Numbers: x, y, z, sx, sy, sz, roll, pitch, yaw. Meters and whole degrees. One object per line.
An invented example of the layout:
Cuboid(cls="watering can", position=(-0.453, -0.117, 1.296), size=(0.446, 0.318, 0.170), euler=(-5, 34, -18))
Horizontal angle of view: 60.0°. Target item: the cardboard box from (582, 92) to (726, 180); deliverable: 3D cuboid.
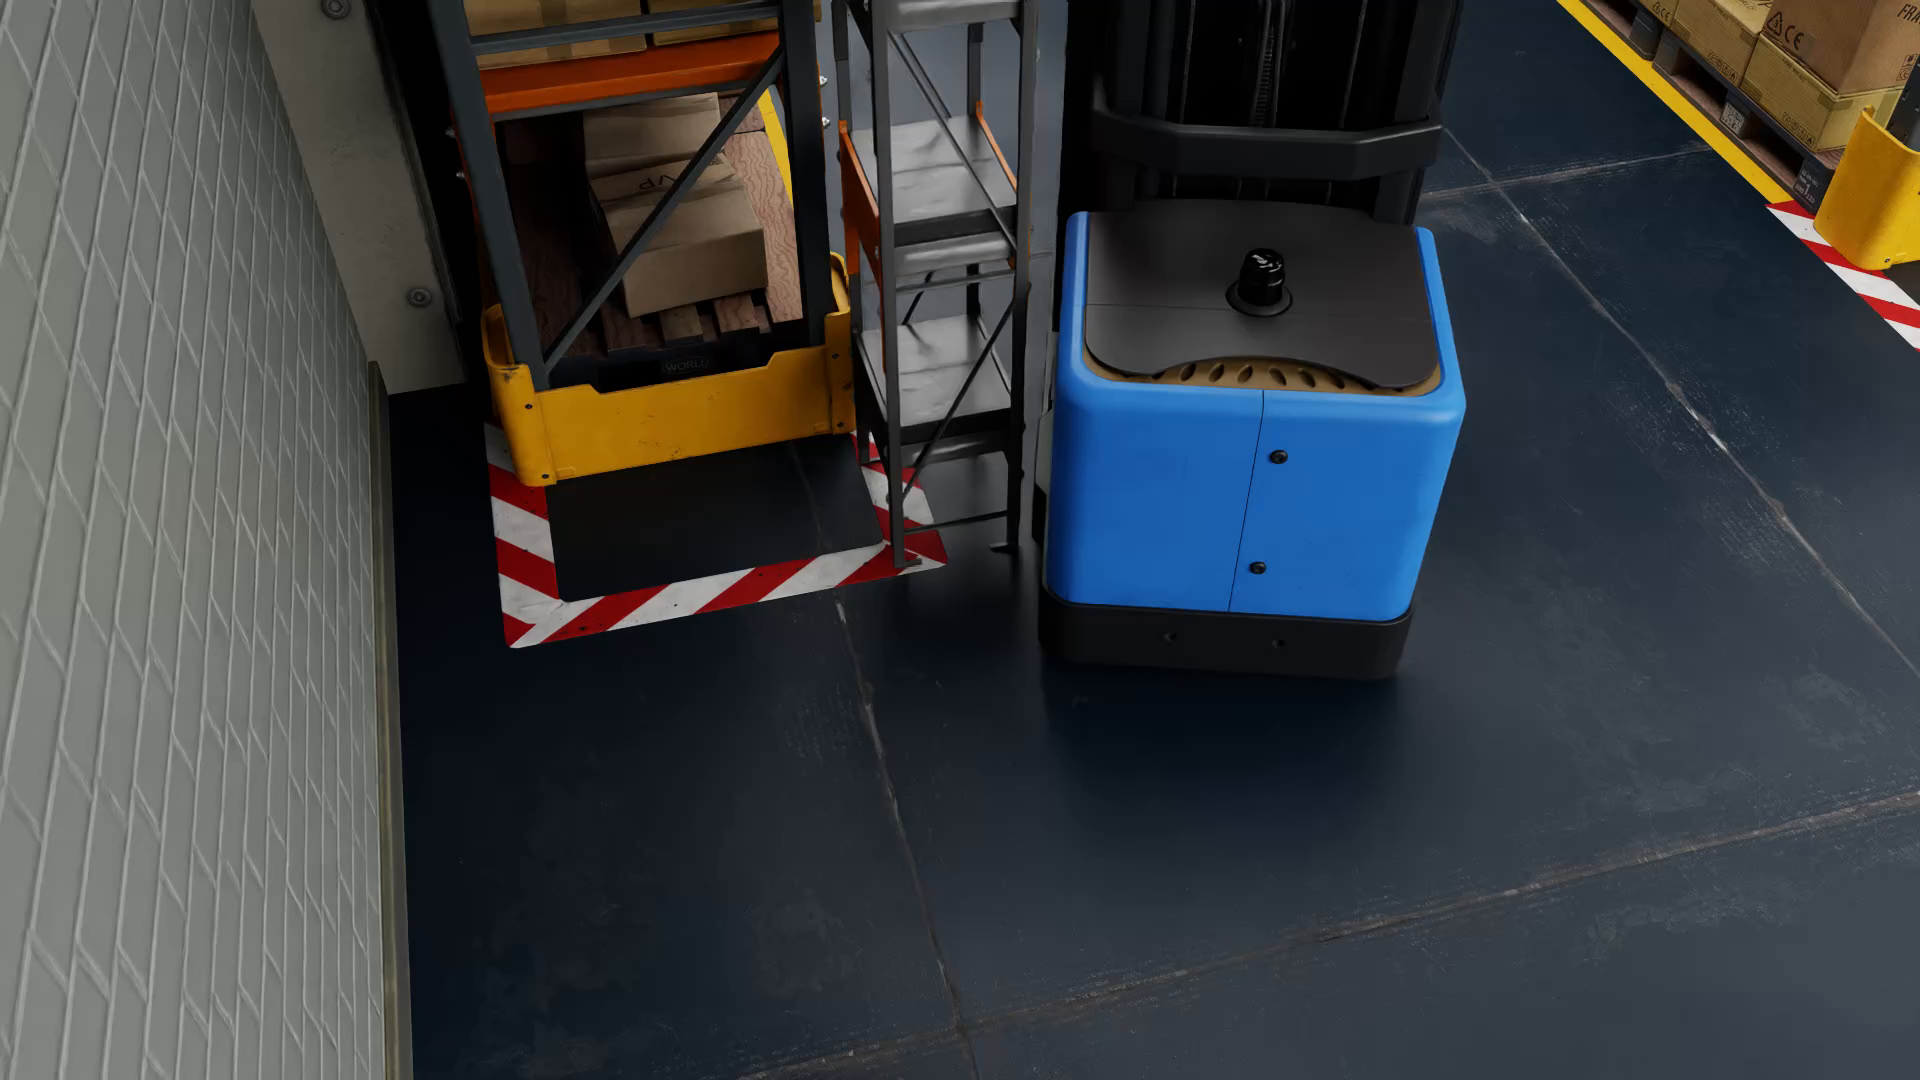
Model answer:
Cuboid(cls="cardboard box", position=(-1.134, -1.486, 6.180), size=(0.500, 0.311, 0.500), euler=(-7, 46, -7))

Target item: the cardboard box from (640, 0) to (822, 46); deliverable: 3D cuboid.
Cuboid(cls="cardboard box", position=(-0.716, -1.735, 4.941), size=(0.500, 0.250, 0.500), euler=(-12, 47, -11))

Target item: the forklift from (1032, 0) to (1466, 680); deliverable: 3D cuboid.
Cuboid(cls="forklift", position=(0.867, -1.677, 4.841), size=(1.130, 2.935, 3.031), euler=(3, 46, 3))

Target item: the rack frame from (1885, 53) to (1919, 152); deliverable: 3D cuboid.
Cuboid(cls="rack frame", position=(3.890, -2.294, 5.397), size=(1.000, 3.000, 0.127), euler=(-11, 47, -10))

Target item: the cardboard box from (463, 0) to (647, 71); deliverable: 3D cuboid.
Cuboid(cls="cardboard box", position=(-1.205, -1.627, 4.835), size=(0.500, 0.250, 0.500), euler=(-10, 46, -10))

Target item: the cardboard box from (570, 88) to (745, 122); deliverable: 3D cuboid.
Cuboid(cls="cardboard box", position=(-1.274, -2.068, 6.618), size=(0.700, 0.500, 0.500), euler=(-13, 47, -13))

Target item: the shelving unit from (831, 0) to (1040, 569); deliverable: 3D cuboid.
Cuboid(cls="shelving unit", position=(-0.075, -0.855, 4.617), size=(0.431, 2.100, 0.503), euler=(-11, 47, -10))

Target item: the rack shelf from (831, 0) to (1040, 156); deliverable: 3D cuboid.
Cuboid(cls="rack shelf", position=(-0.075, -1.335, 4.127), size=(0.431, 0.518, 0.480), euler=(-11, 47, -10))

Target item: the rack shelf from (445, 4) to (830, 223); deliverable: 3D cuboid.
Cuboid(cls="rack shelf", position=(-1.410, -2.514, 6.117), size=(1.077, 0.370, 4.000), euler=(-11, 47, -10))

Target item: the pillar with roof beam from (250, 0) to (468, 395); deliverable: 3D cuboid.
Cuboid(cls="pillar with roof beam", position=(2.248, -4.597, 3.455), size=(9.100, 9.000, 0.400), euler=(-11, 47, -10))

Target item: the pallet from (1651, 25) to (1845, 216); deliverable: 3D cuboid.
Cuboid(cls="pallet", position=(3.653, -1.838, 6.903), size=(1.003, 0.211, 1.213), euler=(-11, 47, -10))

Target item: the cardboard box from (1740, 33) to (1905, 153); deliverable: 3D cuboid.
Cuboid(cls="cardboard box", position=(3.467, -1.794, 6.539), size=(0.500, 0.250, 0.500), euler=(-11, 47, -10))

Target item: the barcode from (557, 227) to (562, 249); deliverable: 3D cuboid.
Cuboid(cls="barcode", position=(-1.379, -1.035, 5.732), size=(0.001, 0.075, 0.075), euler=(-11, 47, -10))

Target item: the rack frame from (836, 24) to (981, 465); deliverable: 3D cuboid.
Cuboid(cls="rack frame", position=(-0.138, -1.023, 4.782), size=(0.400, 2.100, 0.015), euler=(-11, 47, -10))

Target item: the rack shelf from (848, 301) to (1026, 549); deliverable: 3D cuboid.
Cuboid(cls="rack shelf", position=(-0.075, -0.355, 5.127), size=(0.431, 0.518, 0.480), euler=(-11, 47, -10))

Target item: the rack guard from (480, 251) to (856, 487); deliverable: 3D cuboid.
Cuboid(cls="rack guard", position=(-0.917, -0.563, 5.451), size=(1.175, 0.500, 0.348), euler=(-11, 47, -10))

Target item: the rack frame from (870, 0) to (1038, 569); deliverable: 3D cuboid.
Cuboid(cls="rack frame", position=(-0.012, -0.686, 4.452), size=(0.400, 2.100, 0.015), euler=(-11, 47, -10))

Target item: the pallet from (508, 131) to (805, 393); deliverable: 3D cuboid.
Cuboid(cls="pallet", position=(-1.091, -1.029, 6.111), size=(1.003, 0.211, 1.213), euler=(-11, 47, -10))

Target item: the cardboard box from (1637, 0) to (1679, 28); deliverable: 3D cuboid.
Cuboid(cls="cardboard box", position=(3.197, -2.482, 7.214), size=(0.500, 0.250, 0.500), euler=(-11, 47, -10))

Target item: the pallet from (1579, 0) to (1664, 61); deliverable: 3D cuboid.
Cuboid(cls="pallet", position=(3.345, -2.679, 7.727), size=(1.003, 0.211, 1.213), euler=(-11, 47, -10))

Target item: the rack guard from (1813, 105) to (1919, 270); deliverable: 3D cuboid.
Cuboid(cls="rack guard", position=(3.896, -1.402, 6.274), size=(1.175, 0.500, 0.348), euler=(-11, 47, -10))

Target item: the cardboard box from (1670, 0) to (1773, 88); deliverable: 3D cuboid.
Cuboid(cls="cardboard box", position=(3.327, -2.137, 6.876), size=(0.500, 0.250, 0.500), euler=(-11, 47, -10))

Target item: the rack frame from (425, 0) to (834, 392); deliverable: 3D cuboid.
Cuboid(cls="rack frame", position=(-0.898, -1.385, 4.507), size=(1.000, 3.000, 0.127), euler=(-11, 47, -10))

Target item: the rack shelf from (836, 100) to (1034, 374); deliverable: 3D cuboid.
Cuboid(cls="rack shelf", position=(-0.075, -0.845, 4.627), size=(0.431, 0.518, 0.480), euler=(-11, 47, -10))

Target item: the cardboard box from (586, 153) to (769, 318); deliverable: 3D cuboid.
Cuboid(cls="cardboard box", position=(-0.988, -1.092, 5.795), size=(0.500, 0.311, 0.500), euler=(-16, 48, -15))

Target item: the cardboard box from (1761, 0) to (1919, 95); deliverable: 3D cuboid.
Cuboid(cls="cardboard box", position=(3.465, -2.056, 6.271), size=(0.500, 0.500, 0.500), euler=(-11, 47, -10))

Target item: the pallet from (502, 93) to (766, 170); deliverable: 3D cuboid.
Cuboid(cls="pallet", position=(-1.400, -1.870, 6.935), size=(1.003, 0.211, 1.213), euler=(-11, 47, -10))
